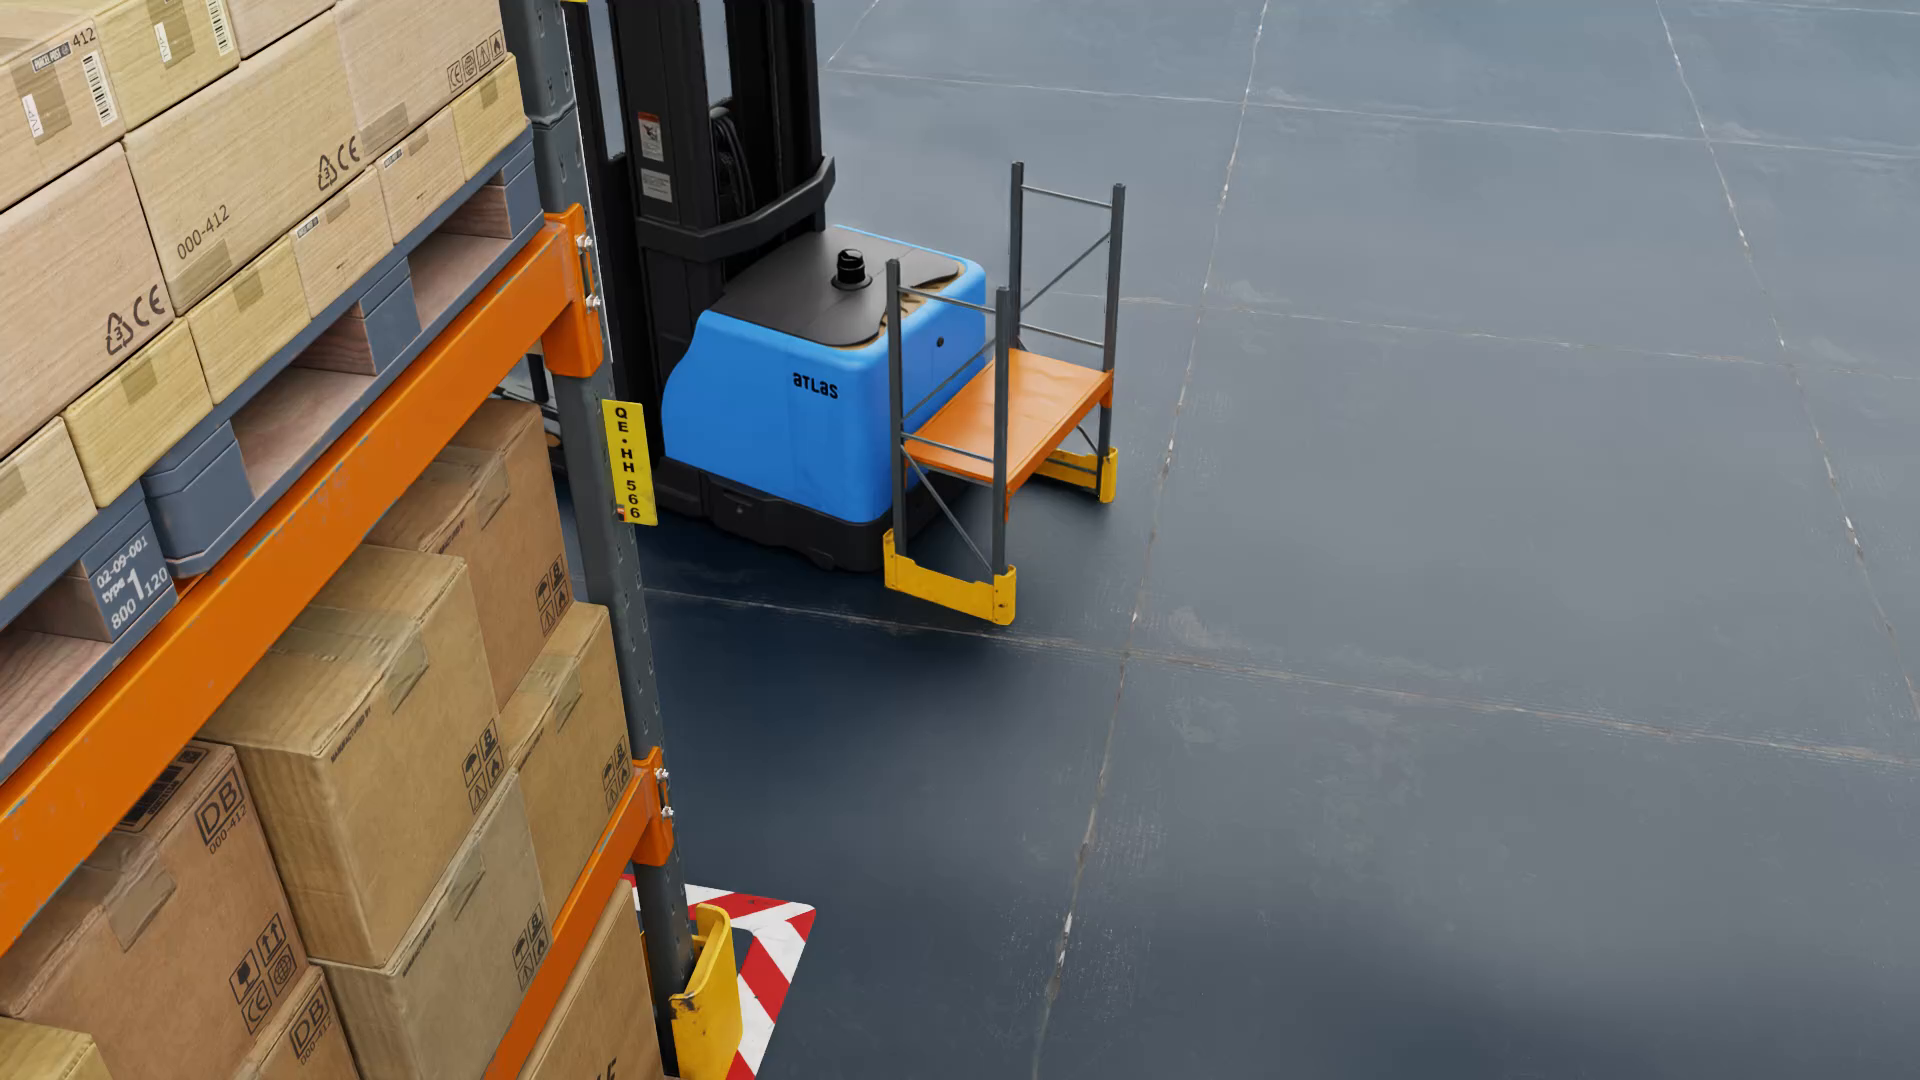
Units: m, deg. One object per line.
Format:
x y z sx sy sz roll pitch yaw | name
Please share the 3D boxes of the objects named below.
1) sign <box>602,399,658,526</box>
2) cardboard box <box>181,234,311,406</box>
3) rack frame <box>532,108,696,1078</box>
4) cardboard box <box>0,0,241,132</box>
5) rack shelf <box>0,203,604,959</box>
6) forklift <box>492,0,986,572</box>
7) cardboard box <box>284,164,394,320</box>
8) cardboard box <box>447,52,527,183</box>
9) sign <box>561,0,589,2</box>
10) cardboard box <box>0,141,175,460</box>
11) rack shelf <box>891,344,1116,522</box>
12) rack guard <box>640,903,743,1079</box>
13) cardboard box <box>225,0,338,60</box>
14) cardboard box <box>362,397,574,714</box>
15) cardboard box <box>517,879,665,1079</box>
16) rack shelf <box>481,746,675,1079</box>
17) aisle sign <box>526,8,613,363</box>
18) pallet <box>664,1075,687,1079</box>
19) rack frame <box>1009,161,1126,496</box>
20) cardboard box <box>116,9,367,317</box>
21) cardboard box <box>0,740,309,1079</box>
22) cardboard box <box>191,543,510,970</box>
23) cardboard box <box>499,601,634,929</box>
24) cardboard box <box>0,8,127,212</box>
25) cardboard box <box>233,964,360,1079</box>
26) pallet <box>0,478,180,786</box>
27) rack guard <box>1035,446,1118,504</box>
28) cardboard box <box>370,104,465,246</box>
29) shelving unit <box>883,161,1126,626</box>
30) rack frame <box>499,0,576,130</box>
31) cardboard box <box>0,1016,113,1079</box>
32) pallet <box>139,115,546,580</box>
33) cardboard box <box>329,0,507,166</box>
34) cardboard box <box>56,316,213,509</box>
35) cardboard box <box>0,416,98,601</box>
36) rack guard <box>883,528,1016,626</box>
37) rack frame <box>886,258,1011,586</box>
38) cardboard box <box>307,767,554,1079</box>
-0.745 -0.171 3.742 0.100 0.325 0.005 7 37 10 | sign
-1.176 -0.336 2.373 0.380 0.149 0.250 8 37 10 | cardboard box
-1.272 0.318 4.256 1.000 3.000 0.127 7 37 10 | rack frame
-1.176 -0.655 2.133 0.380 0.149 0.250 8 37 11 | cardboard box
-1.699 0.541 2.005 1.077 0.370 4.000 7 37 10 | rack shelf
-1.403 -1.693 7.089 3.031 2.935 1.130 19 40 25 | forklift
-1.121 -0.481 2.573 0.380 0.149 0.250 8 37 11 | cardboard box
-1.012 -0.773 2.975 0.380 0.149 0.250 7 37 10 | cardboard box
-0.745 -1.148 3.034 0.100 0.325 0.005 7 37 10 | sign
-1.320 -0.277 1.952 0.500 0.250 0.500 7 37 10 | cardboard box
0.196 -0.471 6.929 0.538 0.185 1.000 18 40 23 | rack shelf
-1.267 1.316 5.008 1.175 0.500 0.348 7 37 10 | rack guard
-1.122 -0.803 2.338 0.380 0.149 0.250 8 37 11 | cardboard box
-1.389 0.027 3.608 0.875 0.550 0.550 7 37 10 | cardboard box
-1.353 1.405 4.208 0.875 0.875 0.875 8 37 10 | cardboard box
-1.699 1.755 2.885 1.077 0.370 4.000 7 37 10 | rack shelf
-0.964 -0.738 3.497 0.394 0.787 0.004 7 37 10 | aisle sign
-1.367 1.915 4.428 1.003 0.211 1.213 7 37 10 | pallet
0.439 -0.879 7.185 0.500 1.500 0.032 18 40 23 | rack frame
-1.211 -0.565 2.349 0.500 0.250 0.500 7 37 10 | cardboard box
-1.669 0.658 2.738 0.875 0.550 0.550 7 37 10 | cardboard box
-1.417 0.354 3.157 0.875 0.550 0.550 7 37 10 | cardboard box
-1.307 0.475 3.911 0.875 0.550 0.550 7 37 10 | cardboard box
-1.231 -0.512 1.935 0.380 0.149 0.250 7 37 10 | cardboard box
-1.646 1.099 3.050 0.875 0.550 0.550 7 37 10 | cardboard box
-1.679 0.267 1.845 1.003 0.211 1.213 7 37 10 | pallet
0.429 -0.363 7.538 0.587 0.250 0.087 18 40 23 | rack guard
-1.067 -0.628 2.776 0.380 0.149 0.250 8 37 10 | cardboard box
0.192 -0.612 6.817 0.587 1.500 1.083 18 40 23 | shelving unit
-1.272 -2.112 2.495 1.000 3.000 0.127 7 37 10 | rack frame
-1.655 0.978 2.296 0.875 0.550 0.500 7 37 10 | cardboard box
-1.421 -0.435 2.813 1.003 0.211 1.213 7 37 10 | pallet
-1.104 -0.852 2.744 0.500 0.250 0.500 8 37 11 | cardboard box
-1.230 -0.189 2.170 0.380 0.149 0.250 7 36 9 | cardboard box
-1.284 -0.044 1.970 0.380 0.149 0.250 8 37 10 | cardboard box
-0.046 0.151 6.829 0.587 0.250 0.087 18 40 23 | rack guard
-0.046 -0.355 6.462 0.500 1.500 0.032 18 40 23 | rack frame
-1.403 0.793 3.472 0.875 0.550 0.550 7 37 10 | cardboard box
